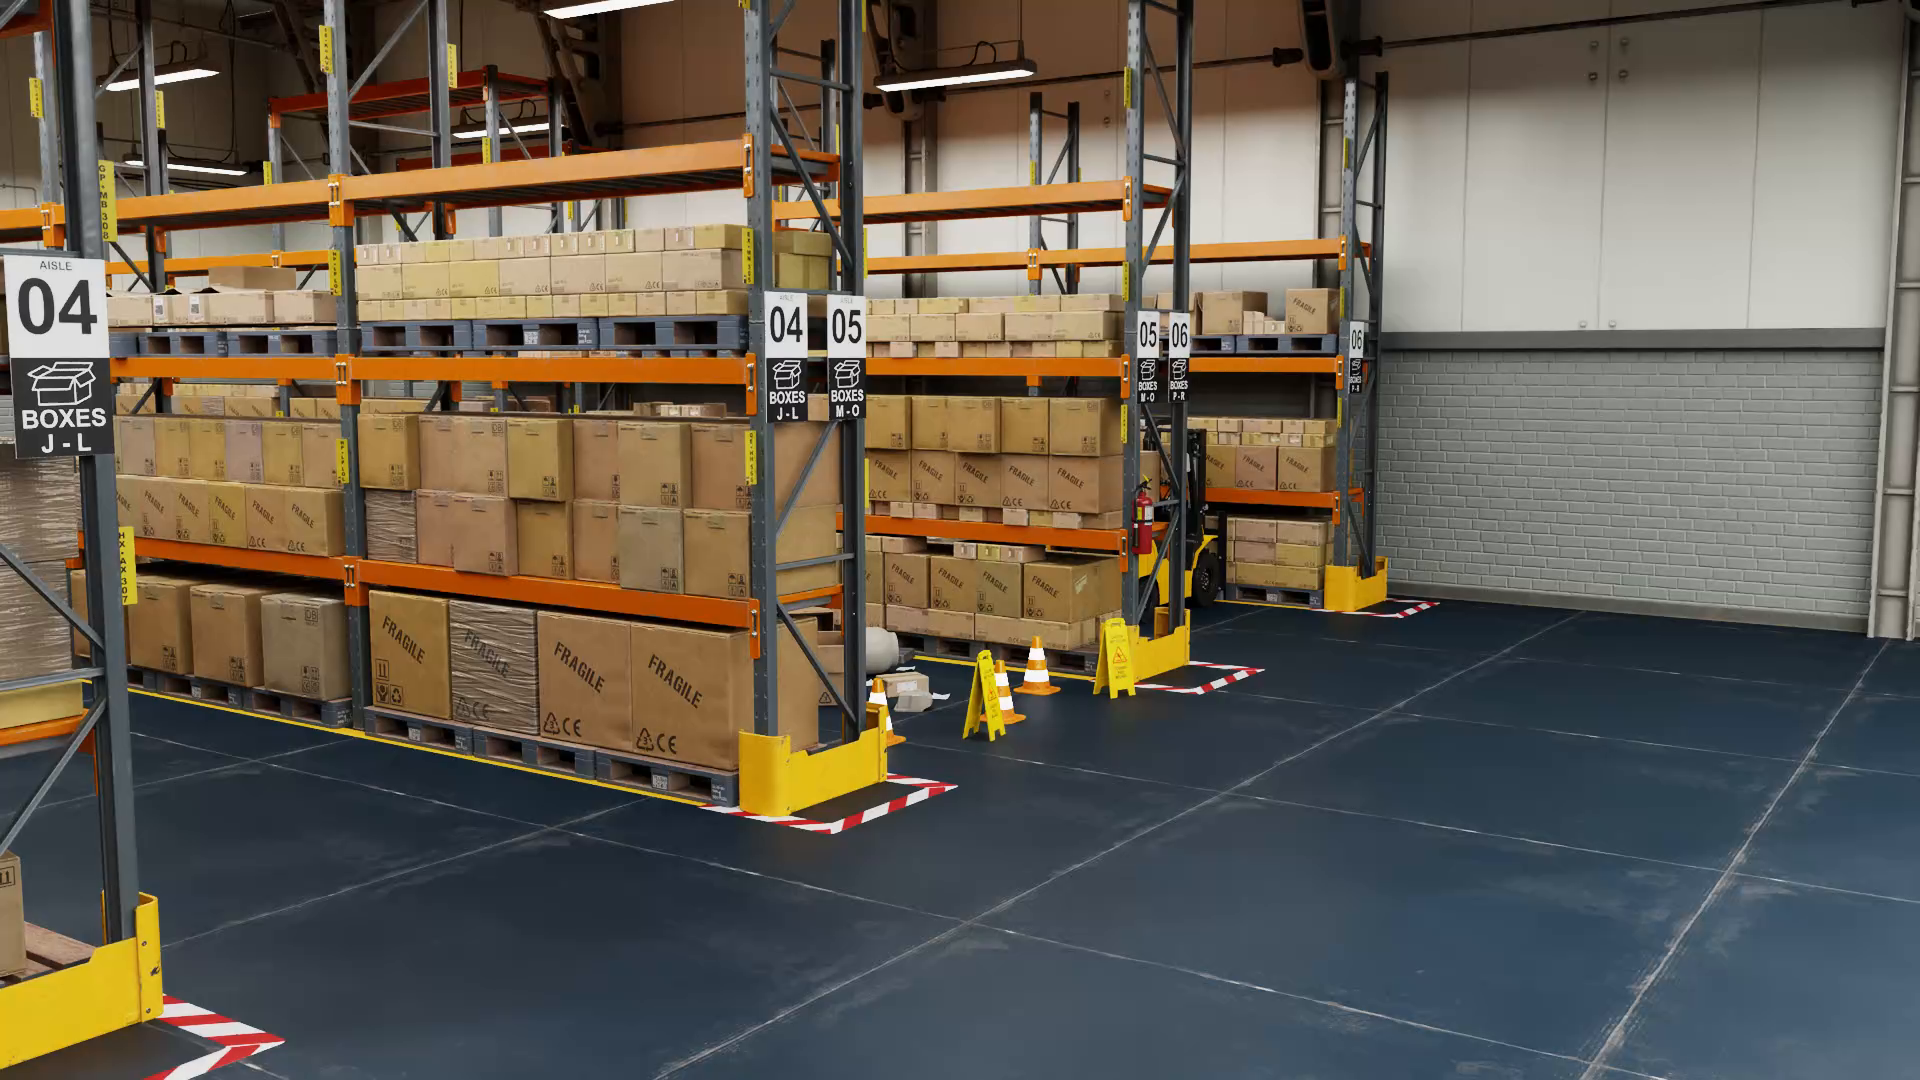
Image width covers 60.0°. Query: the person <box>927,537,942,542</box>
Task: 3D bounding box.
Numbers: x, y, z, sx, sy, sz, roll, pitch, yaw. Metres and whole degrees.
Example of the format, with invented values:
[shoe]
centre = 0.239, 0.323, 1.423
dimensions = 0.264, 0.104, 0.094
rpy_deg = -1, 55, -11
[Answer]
[person]
centre = -0.409, -0.052, 18.051
dimensions = 0.465, 1.771, 0.588
rpy_deg = 3, 7, 29
